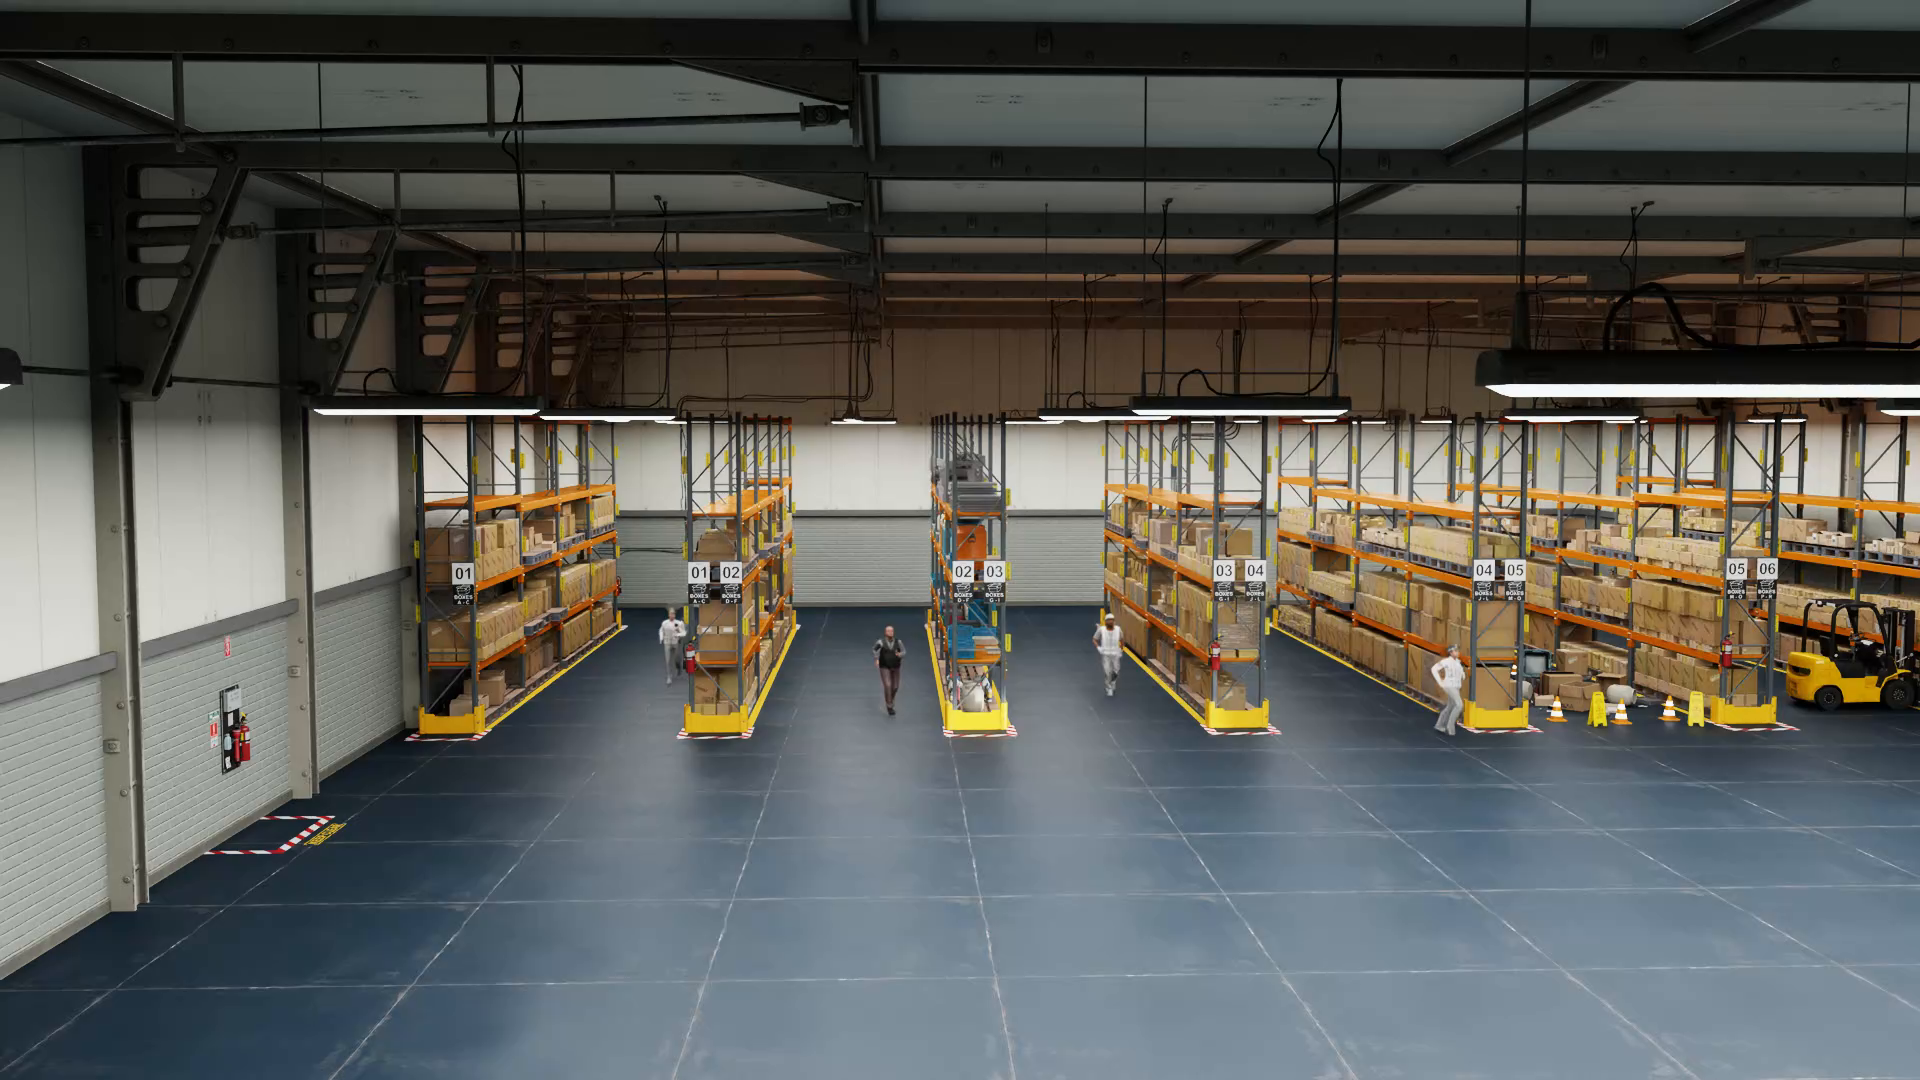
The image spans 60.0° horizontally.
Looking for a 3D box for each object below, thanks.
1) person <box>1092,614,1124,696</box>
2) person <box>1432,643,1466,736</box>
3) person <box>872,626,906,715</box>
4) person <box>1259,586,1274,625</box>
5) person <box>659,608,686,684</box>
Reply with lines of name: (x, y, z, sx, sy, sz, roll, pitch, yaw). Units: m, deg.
person: (3.167, 2.436, 35.485, 0.680, 1.745, 0.595, 0, 4, -5)
person: (9.181, 2.790, 31.012, 0.602, 1.733, 0.607, 4, 5, 45)
person: (-1.399, 2.577, 33.239, 0.656, 1.707, 0.969, -1, 4, -17)
person: (8.158, 1.850, 44.661, 0.554, 1.707, 0.862, 0, 4, 1)
person: (-6.454, 2.341, 37.278, 0.624, 1.669, 0.855, 0, 4, -2)
